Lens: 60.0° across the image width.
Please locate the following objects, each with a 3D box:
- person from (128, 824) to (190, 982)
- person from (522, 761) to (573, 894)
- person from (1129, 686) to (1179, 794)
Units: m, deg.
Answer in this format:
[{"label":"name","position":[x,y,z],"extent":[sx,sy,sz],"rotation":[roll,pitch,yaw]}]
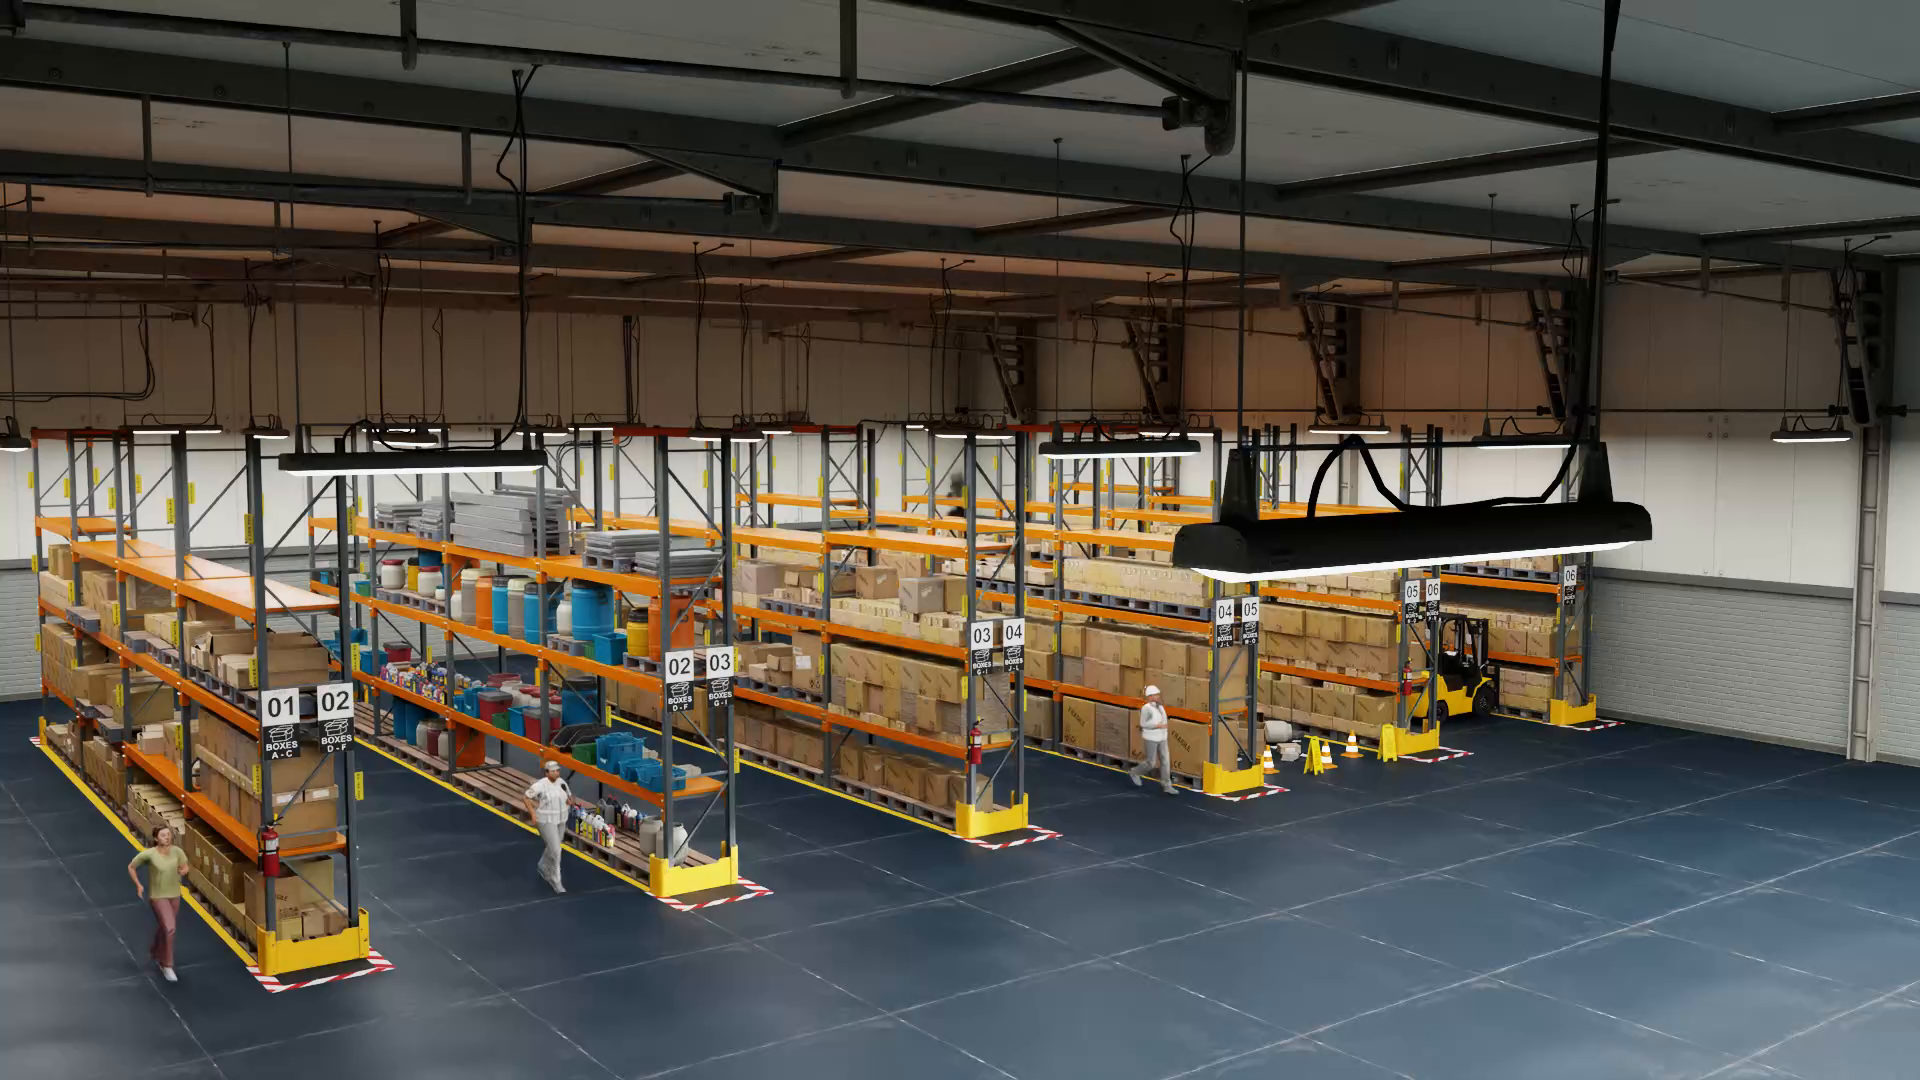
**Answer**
[{"label":"person","position":[-8.925,4.042,18.628],"extent":[0.739,1.700,0.545],"rotation":[3,5,33]},{"label":"person","position":[-5.416,3.774,22.024],"extent":[0.767,1.728,0.580],"rotation":[3,6,36]},{"label":"person","position":[3.210,3.270,27.396],"extent":[0.663,1.743,0.933],"rotation":[-4,6,-44]}]
